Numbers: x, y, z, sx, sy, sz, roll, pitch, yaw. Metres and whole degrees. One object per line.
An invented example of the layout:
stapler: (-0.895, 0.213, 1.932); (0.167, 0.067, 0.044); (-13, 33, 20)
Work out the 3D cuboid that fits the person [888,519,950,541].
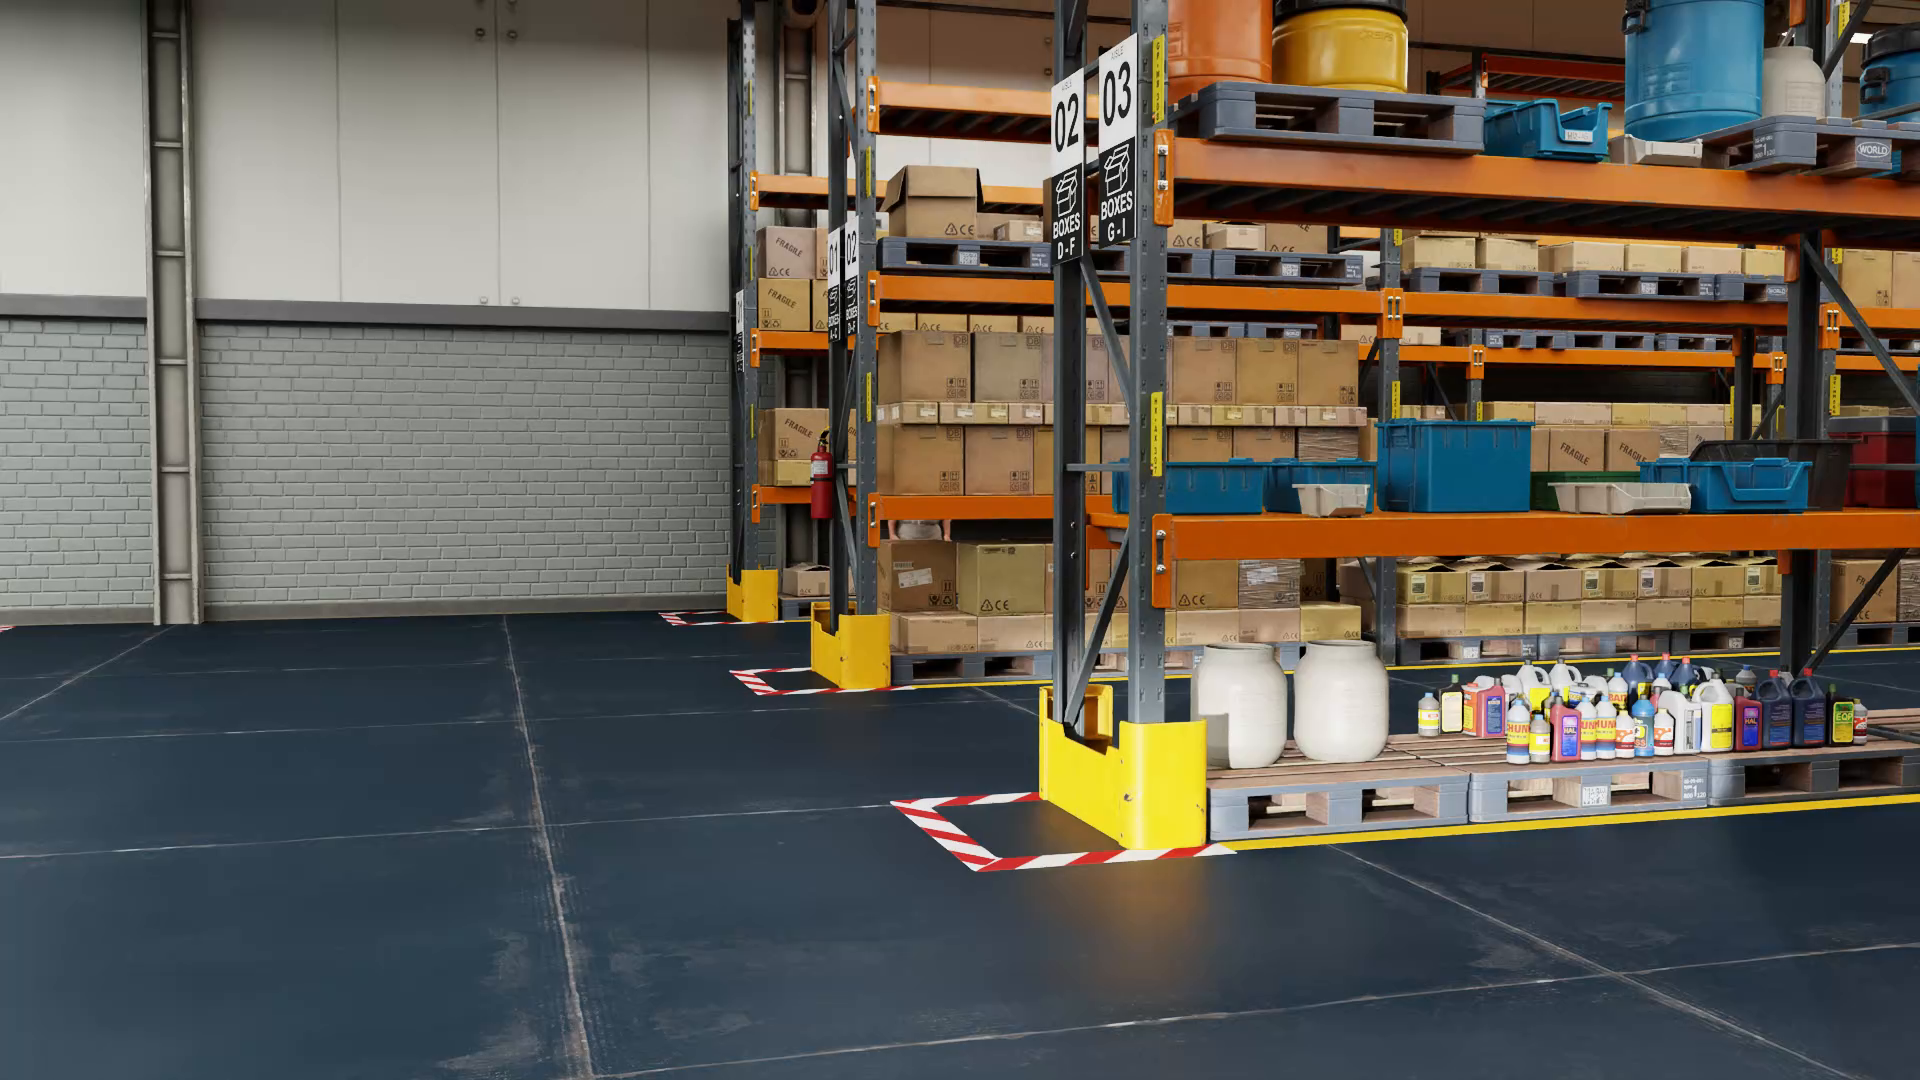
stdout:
person: (-0.361, -0.024, 14.948); (0.585, 1.726, 0.396); (-1, 3, -17)
